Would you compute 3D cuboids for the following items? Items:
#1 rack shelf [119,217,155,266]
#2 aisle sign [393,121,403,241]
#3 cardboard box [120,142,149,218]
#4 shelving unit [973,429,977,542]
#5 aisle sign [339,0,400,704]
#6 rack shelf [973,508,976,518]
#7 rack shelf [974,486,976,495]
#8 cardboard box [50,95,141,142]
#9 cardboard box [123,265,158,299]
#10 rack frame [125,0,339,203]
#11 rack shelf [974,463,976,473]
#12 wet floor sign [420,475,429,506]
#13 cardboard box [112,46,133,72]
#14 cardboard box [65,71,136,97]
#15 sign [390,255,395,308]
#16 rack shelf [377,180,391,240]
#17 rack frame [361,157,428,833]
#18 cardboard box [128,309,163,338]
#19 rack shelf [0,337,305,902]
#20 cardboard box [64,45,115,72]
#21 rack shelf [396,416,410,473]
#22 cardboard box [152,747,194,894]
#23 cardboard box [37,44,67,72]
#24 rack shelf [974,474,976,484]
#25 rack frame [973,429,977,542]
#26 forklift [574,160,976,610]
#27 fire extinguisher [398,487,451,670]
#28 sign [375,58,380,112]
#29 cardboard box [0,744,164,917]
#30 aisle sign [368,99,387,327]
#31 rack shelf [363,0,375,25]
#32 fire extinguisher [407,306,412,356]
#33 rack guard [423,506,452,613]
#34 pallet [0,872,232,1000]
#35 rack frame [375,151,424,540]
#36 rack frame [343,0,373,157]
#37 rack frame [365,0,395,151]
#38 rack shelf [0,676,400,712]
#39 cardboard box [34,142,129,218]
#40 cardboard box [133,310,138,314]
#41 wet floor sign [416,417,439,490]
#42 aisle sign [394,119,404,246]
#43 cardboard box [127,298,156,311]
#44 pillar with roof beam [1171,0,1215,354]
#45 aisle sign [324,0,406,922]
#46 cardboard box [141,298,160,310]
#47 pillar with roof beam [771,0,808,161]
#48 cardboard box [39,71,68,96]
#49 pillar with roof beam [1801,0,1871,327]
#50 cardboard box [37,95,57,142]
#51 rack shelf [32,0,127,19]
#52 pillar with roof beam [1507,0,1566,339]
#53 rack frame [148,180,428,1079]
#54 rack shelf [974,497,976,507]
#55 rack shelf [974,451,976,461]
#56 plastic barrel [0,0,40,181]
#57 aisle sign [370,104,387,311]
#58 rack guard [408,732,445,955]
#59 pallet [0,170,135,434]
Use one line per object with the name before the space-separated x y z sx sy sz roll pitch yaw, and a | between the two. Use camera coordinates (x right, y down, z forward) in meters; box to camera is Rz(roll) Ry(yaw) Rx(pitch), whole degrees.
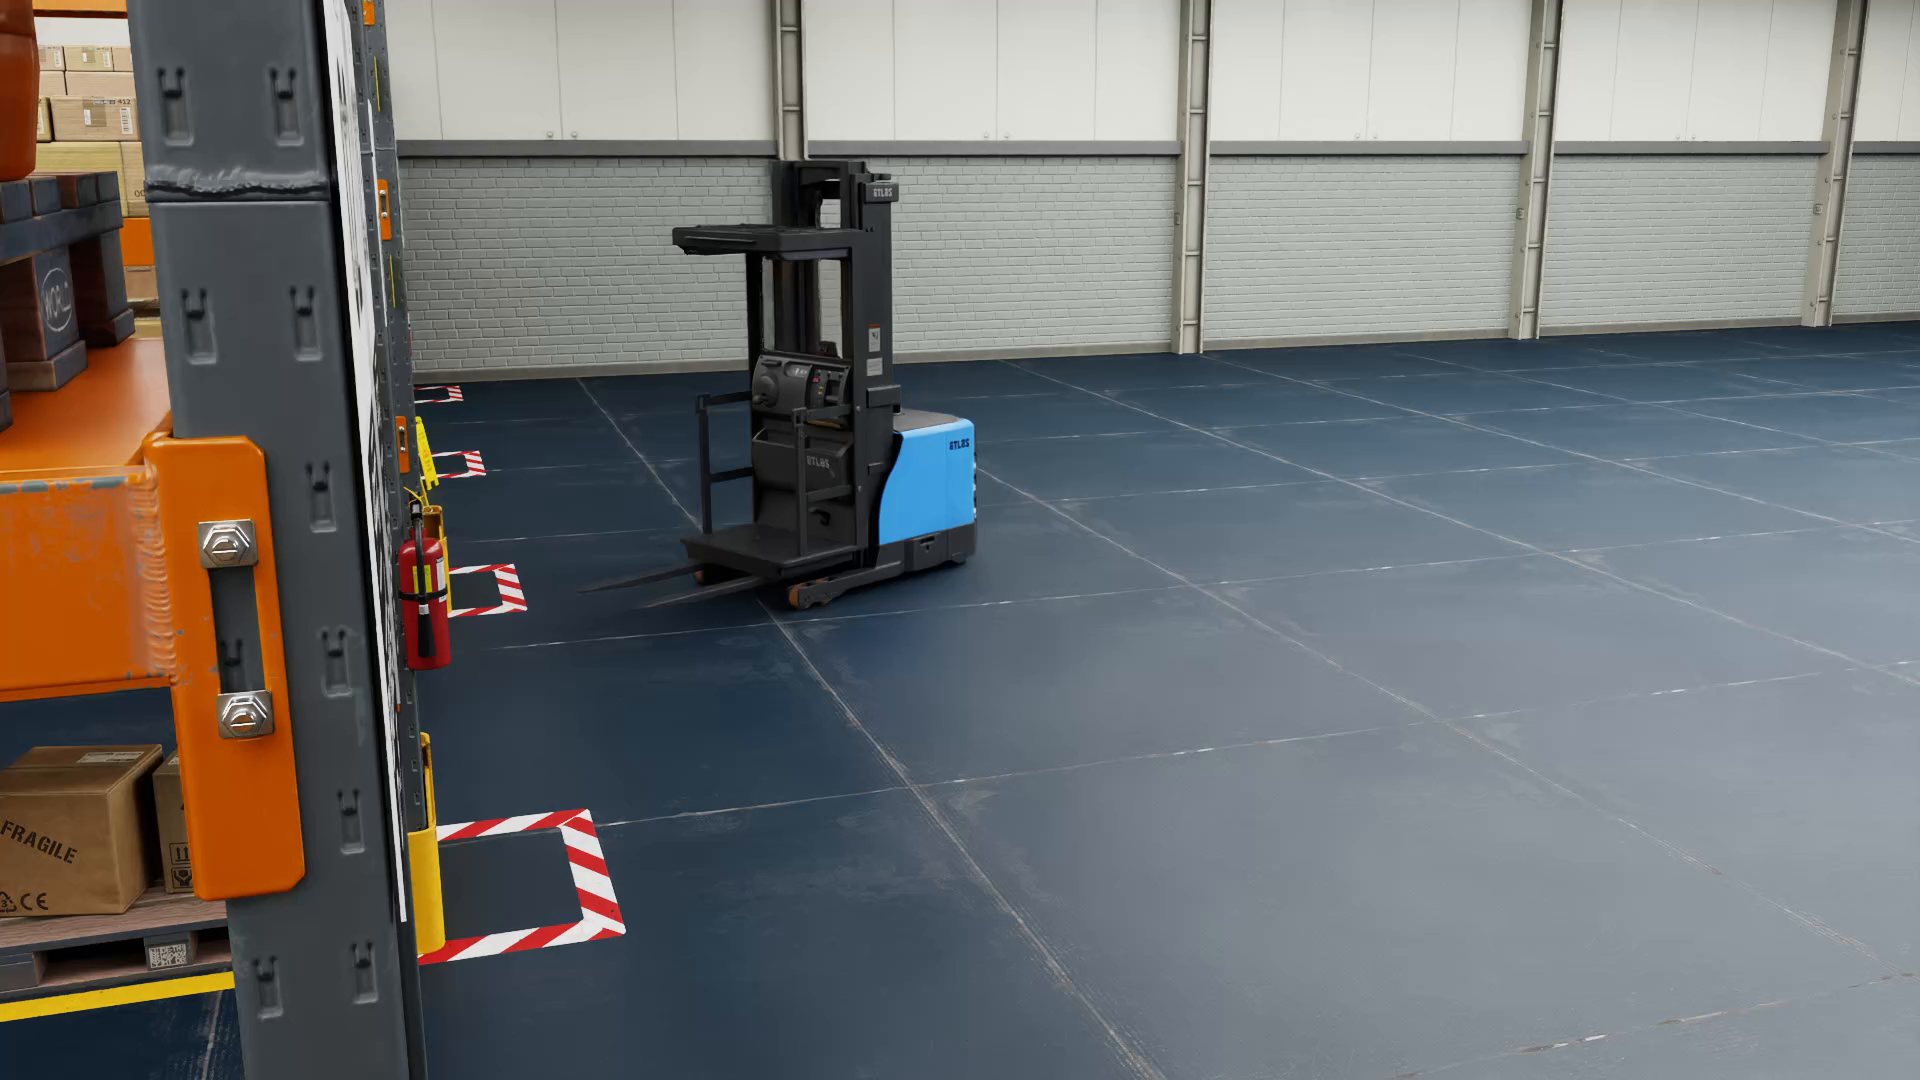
rack shelf | -4.168 -0.949 5.722 4.000 0.370 1.077 -4 14 -18
aisle sign | -3.787 -2.418 11.209 0.004 0.787 0.394 -4 14 -18
cardboard box | -2.649 -1.282 5.893 0.500 0.250 0.500 -4 14 -17
shelving unit | -0.008 -0.437 13.036 0.210 0.900 0.258 -4 14 -18
aisle sign | -0.718 -0.235 2.031 0.004 0.787 0.394 -4 14 -18
rack shelf | -0.008 -0.230 13.086 0.200 0.077 0.258 -4 14 -18
rack shelf | -0.008 -0.405 13.044 0.200 0.077 0.258 -4 14 -18
cardboard box | -2.945 -1.441 5.698 0.250 0.149 0.380 -5 14 -21
cardboard box | -5.189 -1.589 10.685 0.550 0.550 0.875 -4 14 -18
rack frame | -0.693 -1.819 1.345 0.127 3.000 1.000 -4 14 -18
rack shelf | -0.008 -0.580 13.002 0.200 0.077 0.258 -4 14 -18
wet floor sign | -4.363 -0.373 13.318 0.232 0.644 0.267 -7 15 -28
cardboard box | -4.932 -2.886 10.010 0.250 0.149 0.380 -4 14 -18
cardboard box | -5.084 -2.695 10.068 0.500 0.250 0.500 -5 14 -18
sign | -3.599 -1.641 10.545 0.005 0.325 0.100 -4 14 -18
rack shelf | -5.654 -2.044 10.327 4.000 0.370 1.077 -4 14 -18
rack frame | -2.273 0.013 6.607 0.127 3.000 1.000 -4 14 -18
cardboard box | -2.715 -0.572 6.046 0.500 0.500 0.500 -4 14 -18
rack shelf | -2.589 0.137 1.155 4.000 0.370 1.077 -4 14 -18
cardboard box | -5.175 -2.867 9.929 0.250 0.149 0.380 -5 14 -19
rack shelf | -5.654 -0.585 10.674 4.000 0.370 1.077 -4 14 -18
cardboard box | -2.870 1.067 6.669 0.500 0.500 0.500 -2 14 -8
cardboard box | -5.415 -2.848 9.850 0.250 0.149 0.380 -4 14 -18
rack shelf | -0.008 -0.492 13.023 0.200 0.077 0.258 -4 14 -18
rack frame | 0.089 -0.445 13.068 0.006 0.900 0.240 -4 14 -18
forklift | -1.246 -1.090 11.390 1.130 2.935 3.031 12 18 41
fire extinguisher | -2.017 0.143 6.226 0.183 0.674 0.296 -4 14 -18
sign | -3.599 -2.814 10.266 0.005 0.325 0.100 -4 14 -18
cardboard box | -3.425 1.119 6.452 0.500 0.500 0.500 -1 13 -3
aisle sign | -2.118 -1.191 6.048 0.004 0.787 0.394 -4 14 -18
rack shelf | -5.654 -3.309 10.026 4.000 0.370 1.077 -4 14 -18
fire extinguisher | -5.178 -2.030 15.364 0.183 0.674 0.296 -4 14 -18
rack guard | -3.736 0.132 11.508 0.348 0.500 1.175 -4 14 -18
pallet | -3.126 1.427 6.686 1.213 0.211 1.003 -4 14 -18
rack frame | -3.759 -1.082 11.211 0.127 3.000 1.000 -4 14 -18
rack frame | -2.273 -2.906 5.912 0.127 3.000 1.000 -4 14 -18
rack frame | -3.759 -4.001 10.517 0.127 3.000 1.000 -4 14 -18
rack shelf | -4.168 0.510 6.069 4.000 0.370 1.077 -4 14 -18
cardboard box | -3.121 -1.245 5.735 0.500 0.250 0.500 -4 14 -18
cardboard box | -3.187 -0.534 5.886 0.500 0.500 0.500 -4 14 -18
wet floor sign | -4.912 -0.795 15.089 0.232 0.644 0.267 0 13 1
aisle sign | -3.596 -2.287 10.656 0.004 0.787 0.394 -4 14 -18
cardboard box | -3.357 -0.651 6.377 0.500 0.500 0.500 -4 14 -18
pillar with roof beam | 4.779 -6.255 19.994 0.400 9.000 9.100 -4 14 -18
aisle sign | -0.530 -0.106 1.487 0.004 0.787 0.394 -4 14 -18
cardboard box | -2.881 -0.686 6.526 0.500 0.500 0.500 -4 14 -18
pillar with roof beam | -0.908 -5.812 18.133 0.400 9.000 9.100 -4 14 -18
cardboard box | -5.562 -2.658 9.912 0.500 0.250 0.500 -4 14 -18
pillar with roof beam | 16.152 -7.141 23.718 0.400 9.000 9.100 -4 14 -18
cardboard box | -3.175 -1.417 5.598 0.250 0.149 0.380 -4 14 -18
rack shelf | -7.329 -4.580 14.513 4.000 0.370 1.077 -4 14 -18
pillar with roof beam | 10.466 -6.698 21.856 0.400 9.000 9.100 -4 14 -18
rack frame | -0.693 1.099 2.040 0.127 3.000 1.000 -4 14 -18
rack shelf | -0.008 -0.317 13.065 0.200 0.077 0.258 -4 14 -18
rack shelf | -0.008 -0.667 12.981 0.200 0.077 0.258 -4 14 -18
plastic barrel | -1.113 -0.710 1.326 0.708 0.830 0.600 -4 14 -18
aisle sign | -2.310 -1.322 6.602 0.004 0.787 0.394 -4 14 -18
rack guard | -2.345 1.235 6.872 0.348 0.500 1.175 -4 14 -18
pallet | -1.508 -0.229 1.548 1.213 0.211 1.003 -4 14 -18
